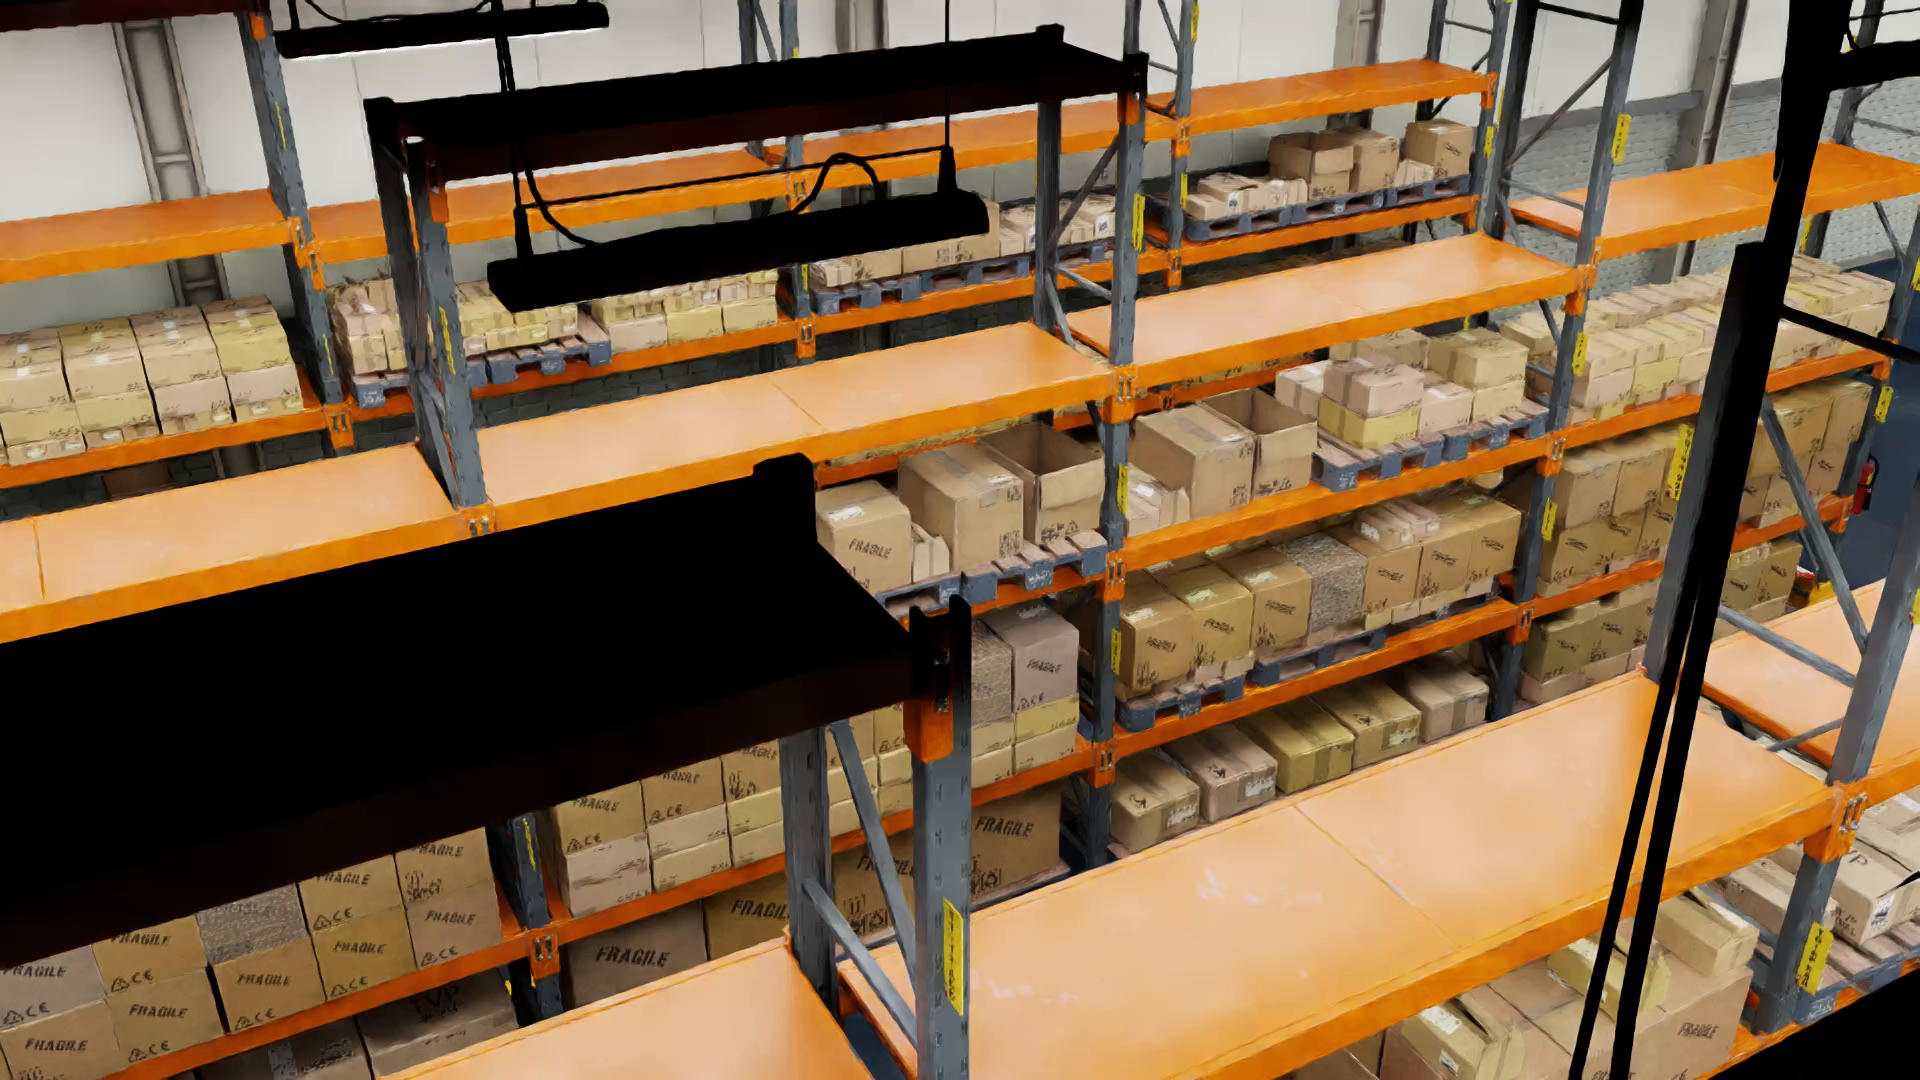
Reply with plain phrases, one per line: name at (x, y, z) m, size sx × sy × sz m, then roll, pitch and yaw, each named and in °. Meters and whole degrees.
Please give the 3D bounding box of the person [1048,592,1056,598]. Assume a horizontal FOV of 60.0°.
person at (0.631, -0.189, 15.418) m, size 0.693 × 1.772 × 0.641 m, roll -2°, pitch 28°, yaw -4°
